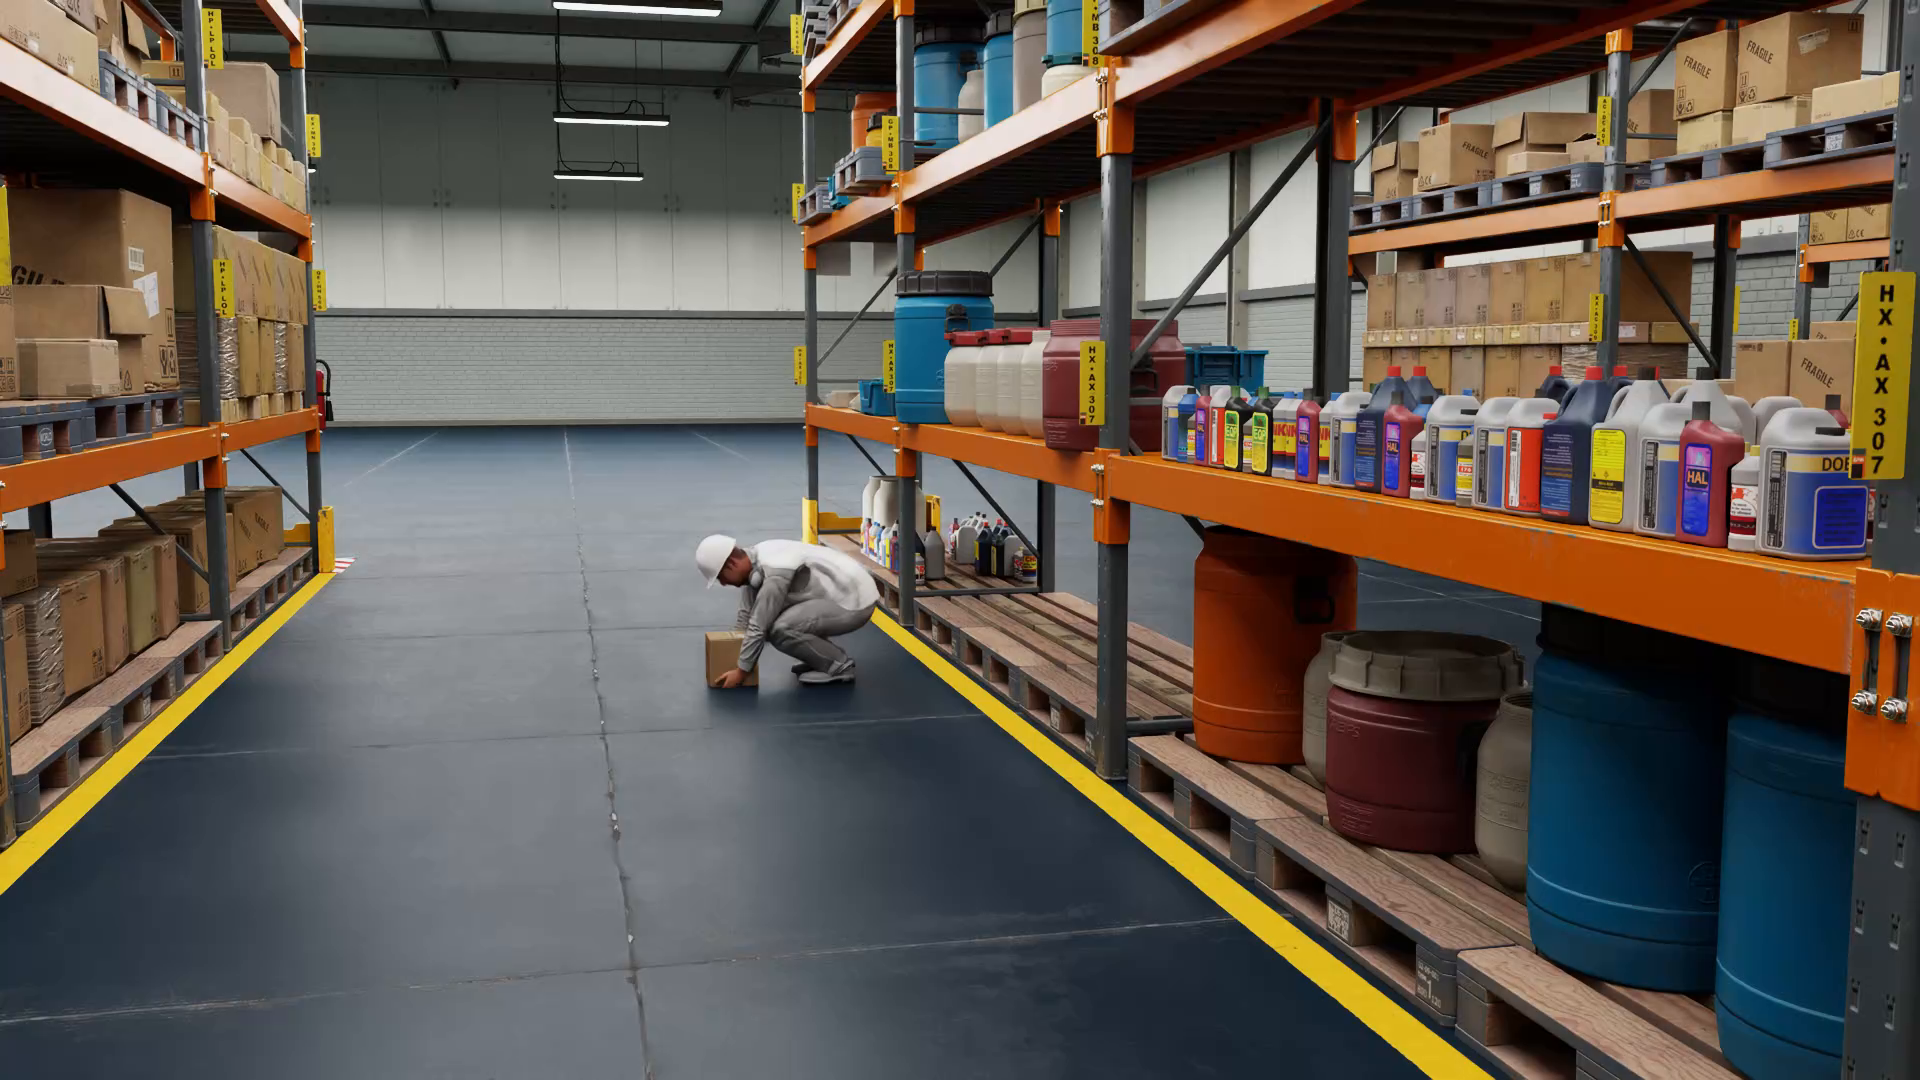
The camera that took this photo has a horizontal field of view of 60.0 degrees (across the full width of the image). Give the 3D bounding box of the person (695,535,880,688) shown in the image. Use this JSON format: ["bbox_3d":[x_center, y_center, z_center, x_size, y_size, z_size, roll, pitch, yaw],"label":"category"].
[{"bbox_3d":[-0.905,0.392,8.728,0.958,0.867,0.525,-2,6,-14],"label":"person"}]
